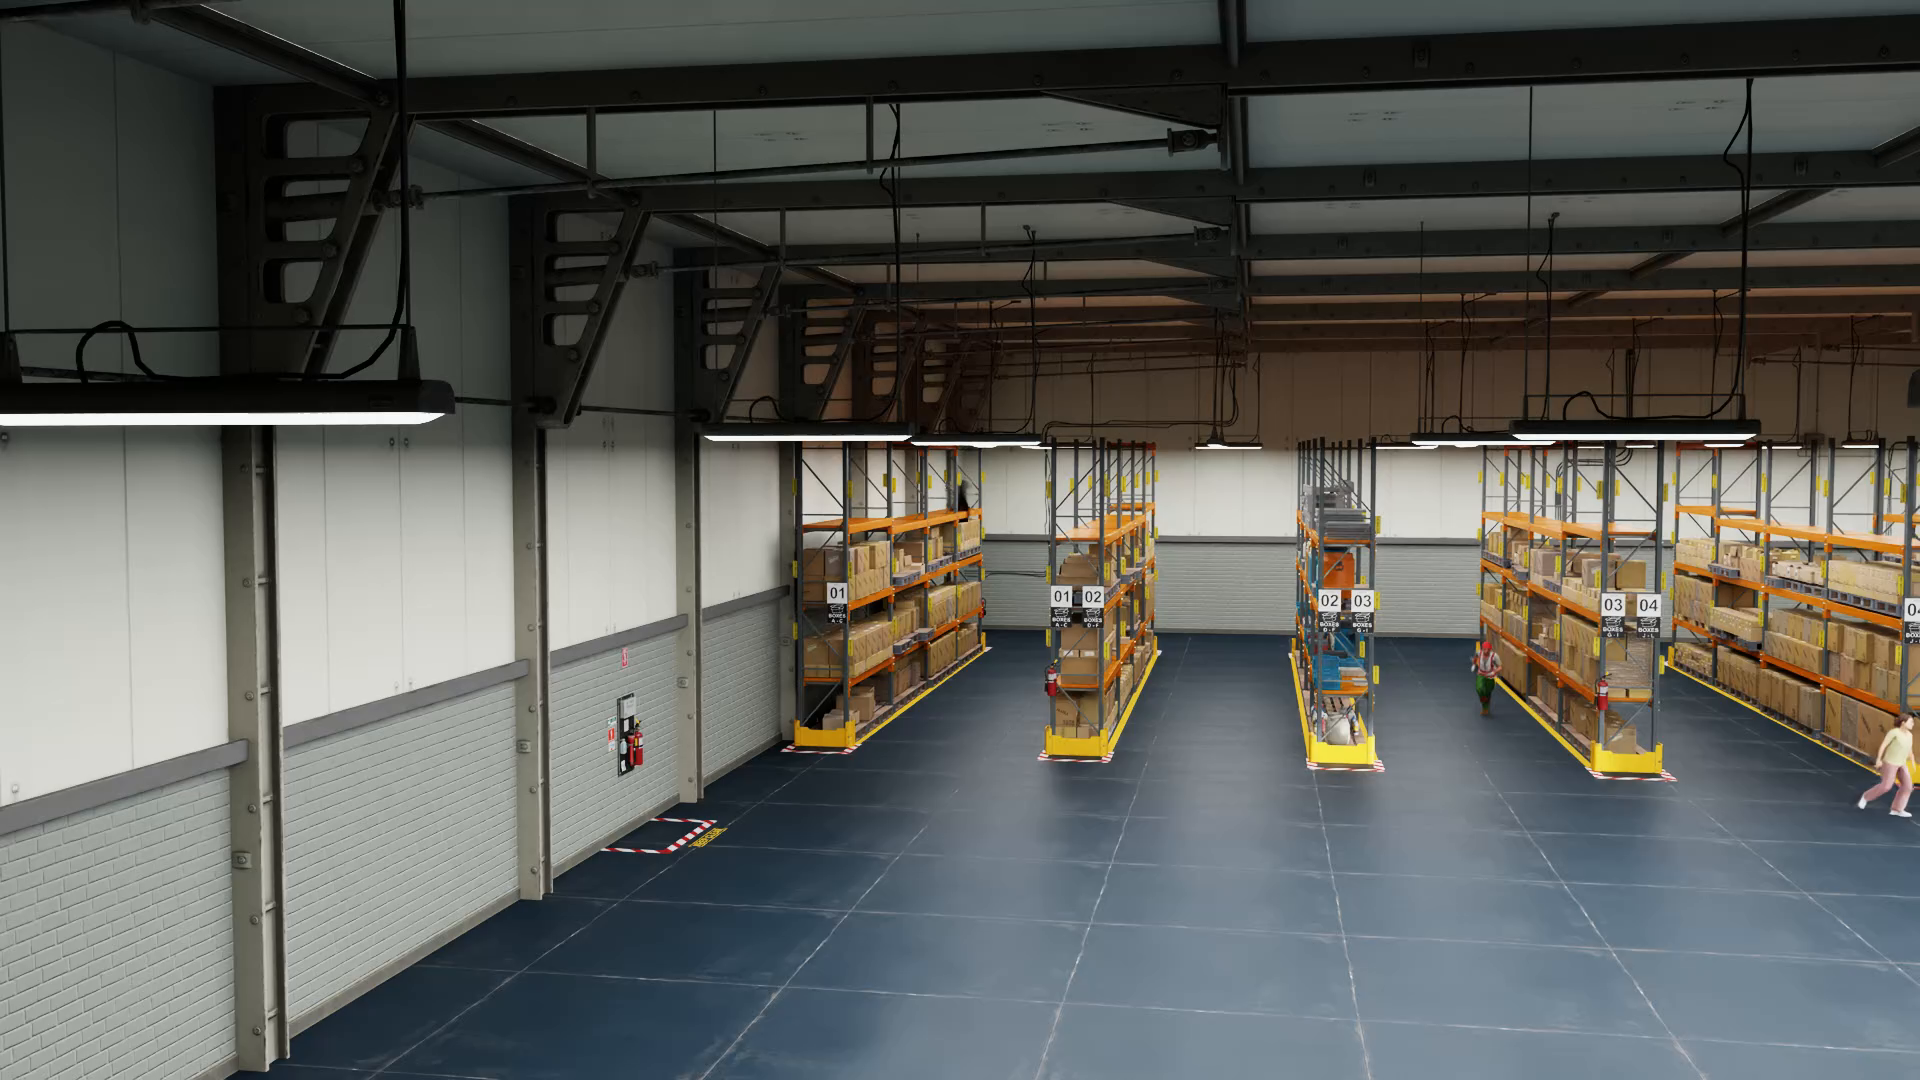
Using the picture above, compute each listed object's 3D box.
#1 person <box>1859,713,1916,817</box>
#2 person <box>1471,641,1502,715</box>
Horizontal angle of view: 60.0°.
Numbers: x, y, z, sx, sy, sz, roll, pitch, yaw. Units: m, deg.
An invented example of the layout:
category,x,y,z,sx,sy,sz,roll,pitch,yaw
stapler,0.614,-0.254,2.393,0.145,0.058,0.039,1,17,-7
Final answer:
category,x,y,z,sx,sy,sz,roll,pitch,yaw
person,14.674,3.520,26.258,0.638,1.612,0.725,-1,3,-25
person,11.486,2.974,36.255,0.686,1.607,1.098,1,3,24
